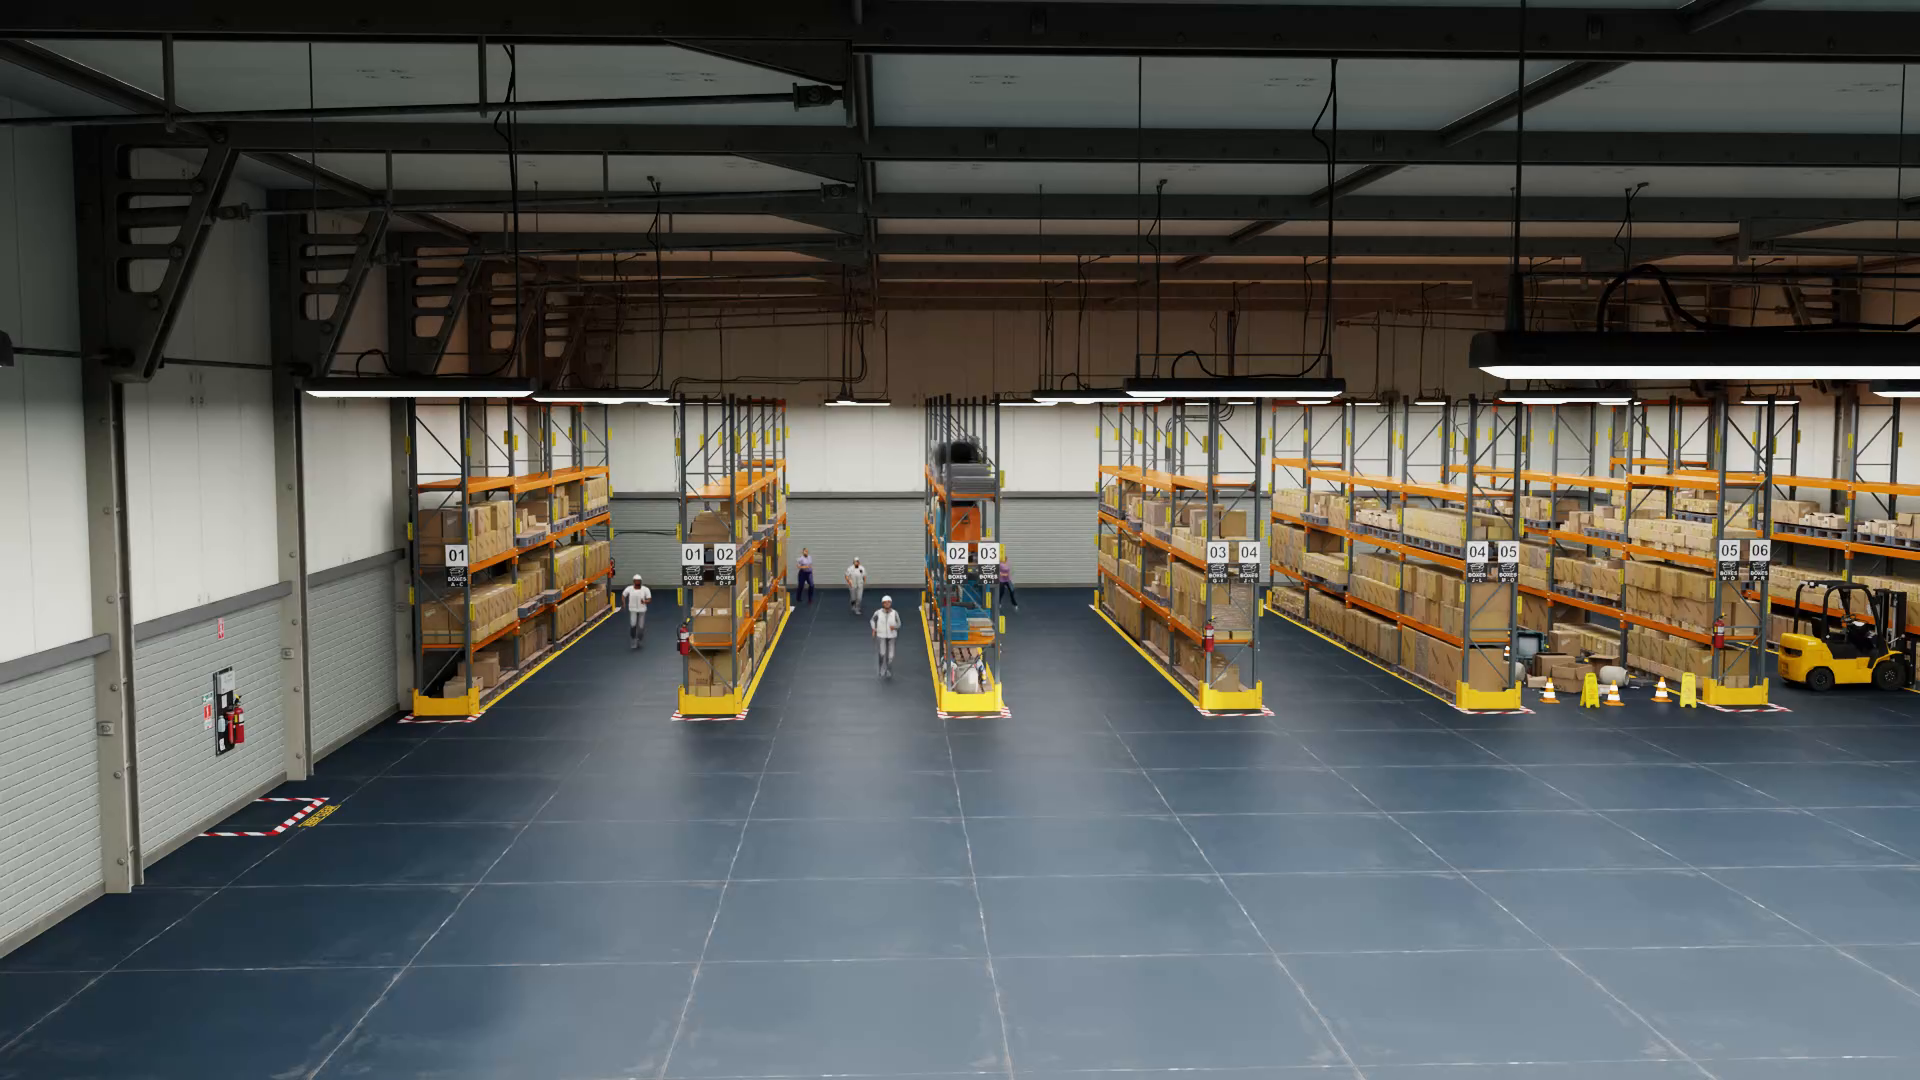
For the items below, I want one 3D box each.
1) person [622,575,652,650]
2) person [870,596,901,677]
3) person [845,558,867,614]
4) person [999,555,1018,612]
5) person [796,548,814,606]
[{"bbox_3d":[-7.694,1.717,39.609,0.689,1.789,0.722,-1,5,-13],"label":"person"},{"bbox_3d":[-1.566,2.052,35.264,0.648,1.730,0.647,-1,5,-6],"label":"person"},{"bbox_3d":[-2.893,1.274,46.350,0.605,1.589,0.606,-1,5,-11],"label":"person"},{"bbox_3d":[1.262,1.199,47.185,0.548,1.603,0.862,-2,5,-23],"label":"person"},{"bbox_3d":[-4.525,1.072,48.575,0.575,1.706,0.826,-3,5,-31],"label":"person"}]
